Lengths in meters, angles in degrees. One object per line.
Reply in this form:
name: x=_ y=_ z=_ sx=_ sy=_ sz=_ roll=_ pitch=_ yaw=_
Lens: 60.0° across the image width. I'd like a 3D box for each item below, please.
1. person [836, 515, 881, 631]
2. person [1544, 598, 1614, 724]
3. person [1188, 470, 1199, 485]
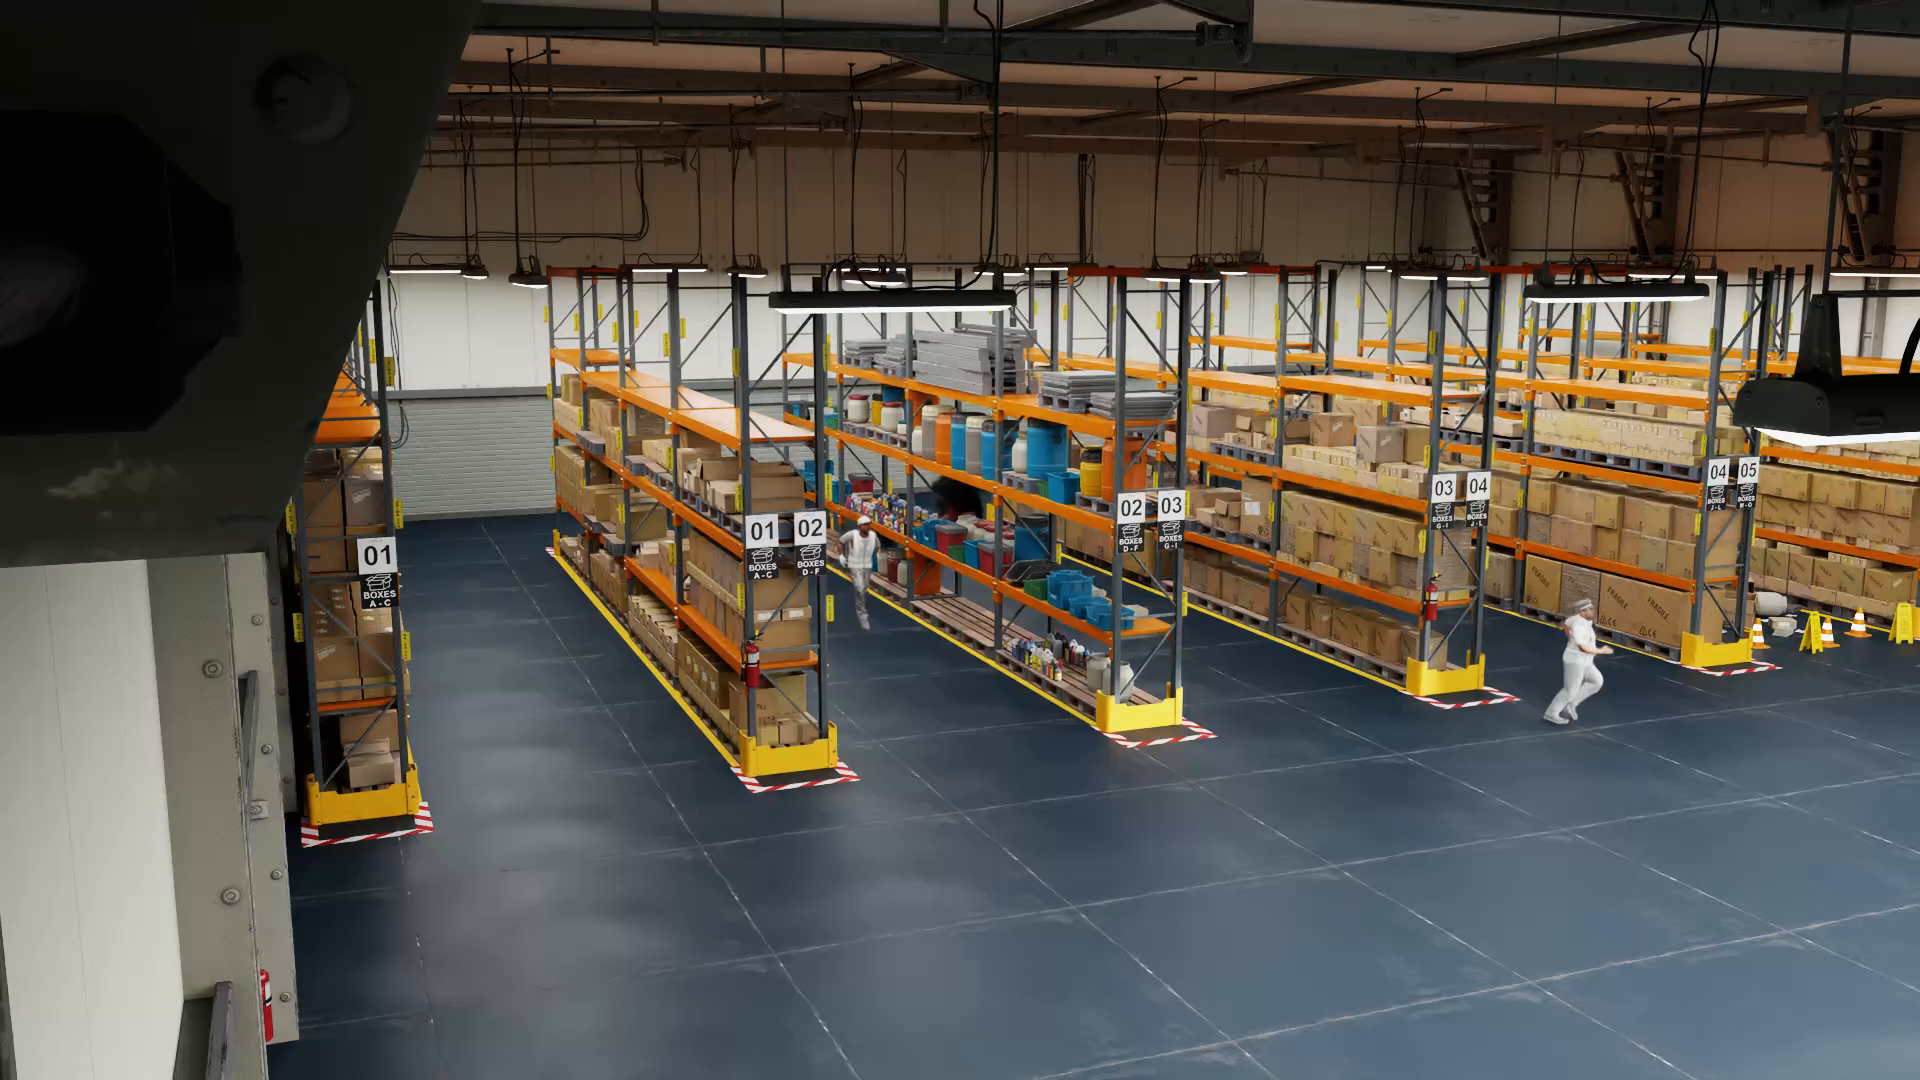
person: x=-1.624 y=0.503 z=27.220 sx=0.720 sy=1.864 sz=0.780 roll=-5 pitch=11 yaw=-28
person: x=8.324 y=1.610 z=22.303 sx=0.824 sy=1.738 sz=0.683 roll=5 pitch=11 yaw=26
person: x=4.874 y=-0.573 z=34.633 sx=0.707 sy=1.773 sz=1.070 roll=-5 pitch=11 yaw=-27
